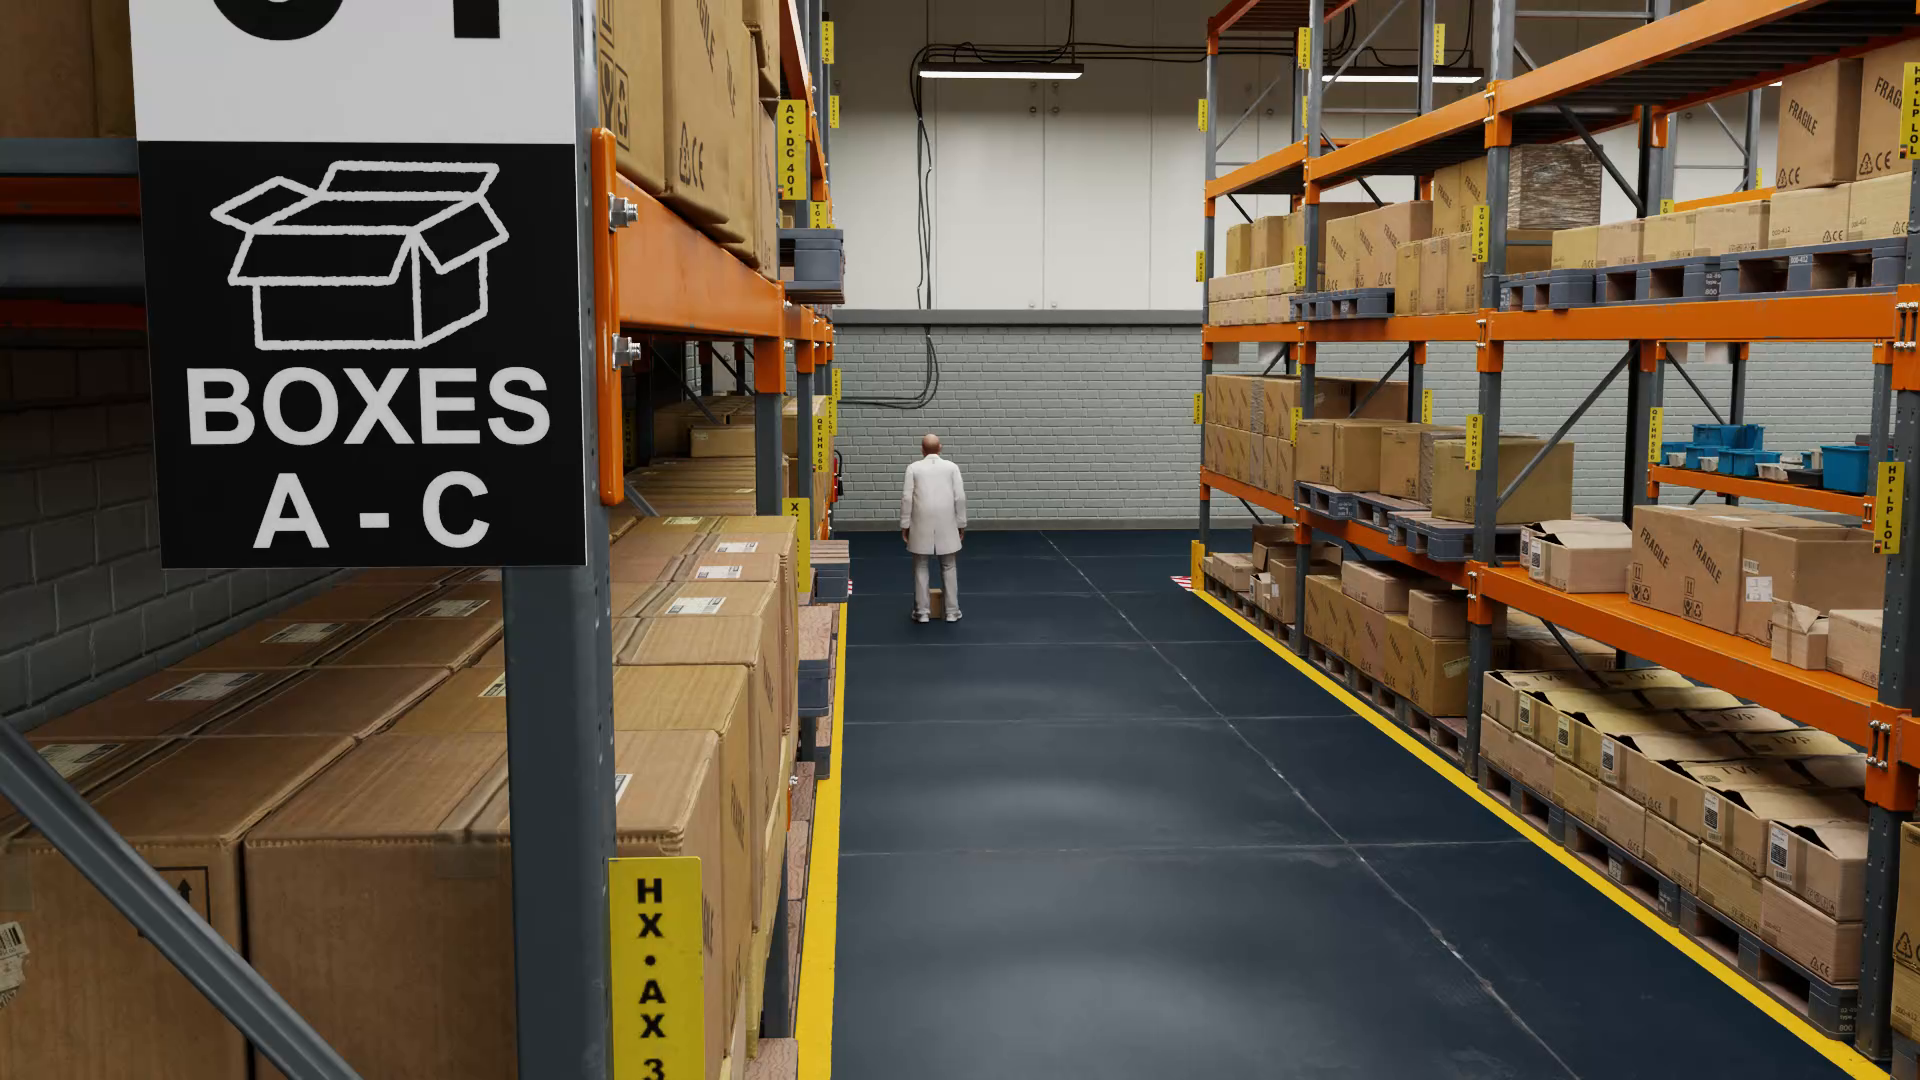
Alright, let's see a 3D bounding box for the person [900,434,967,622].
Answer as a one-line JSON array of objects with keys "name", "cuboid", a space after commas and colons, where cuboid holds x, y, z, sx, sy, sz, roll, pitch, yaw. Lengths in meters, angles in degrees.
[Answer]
[{"name": "person", "cuboid": [-0.252, -0.115, 15.777, 0.643, 1.774, 0.426, -1, 7, -5]}]
